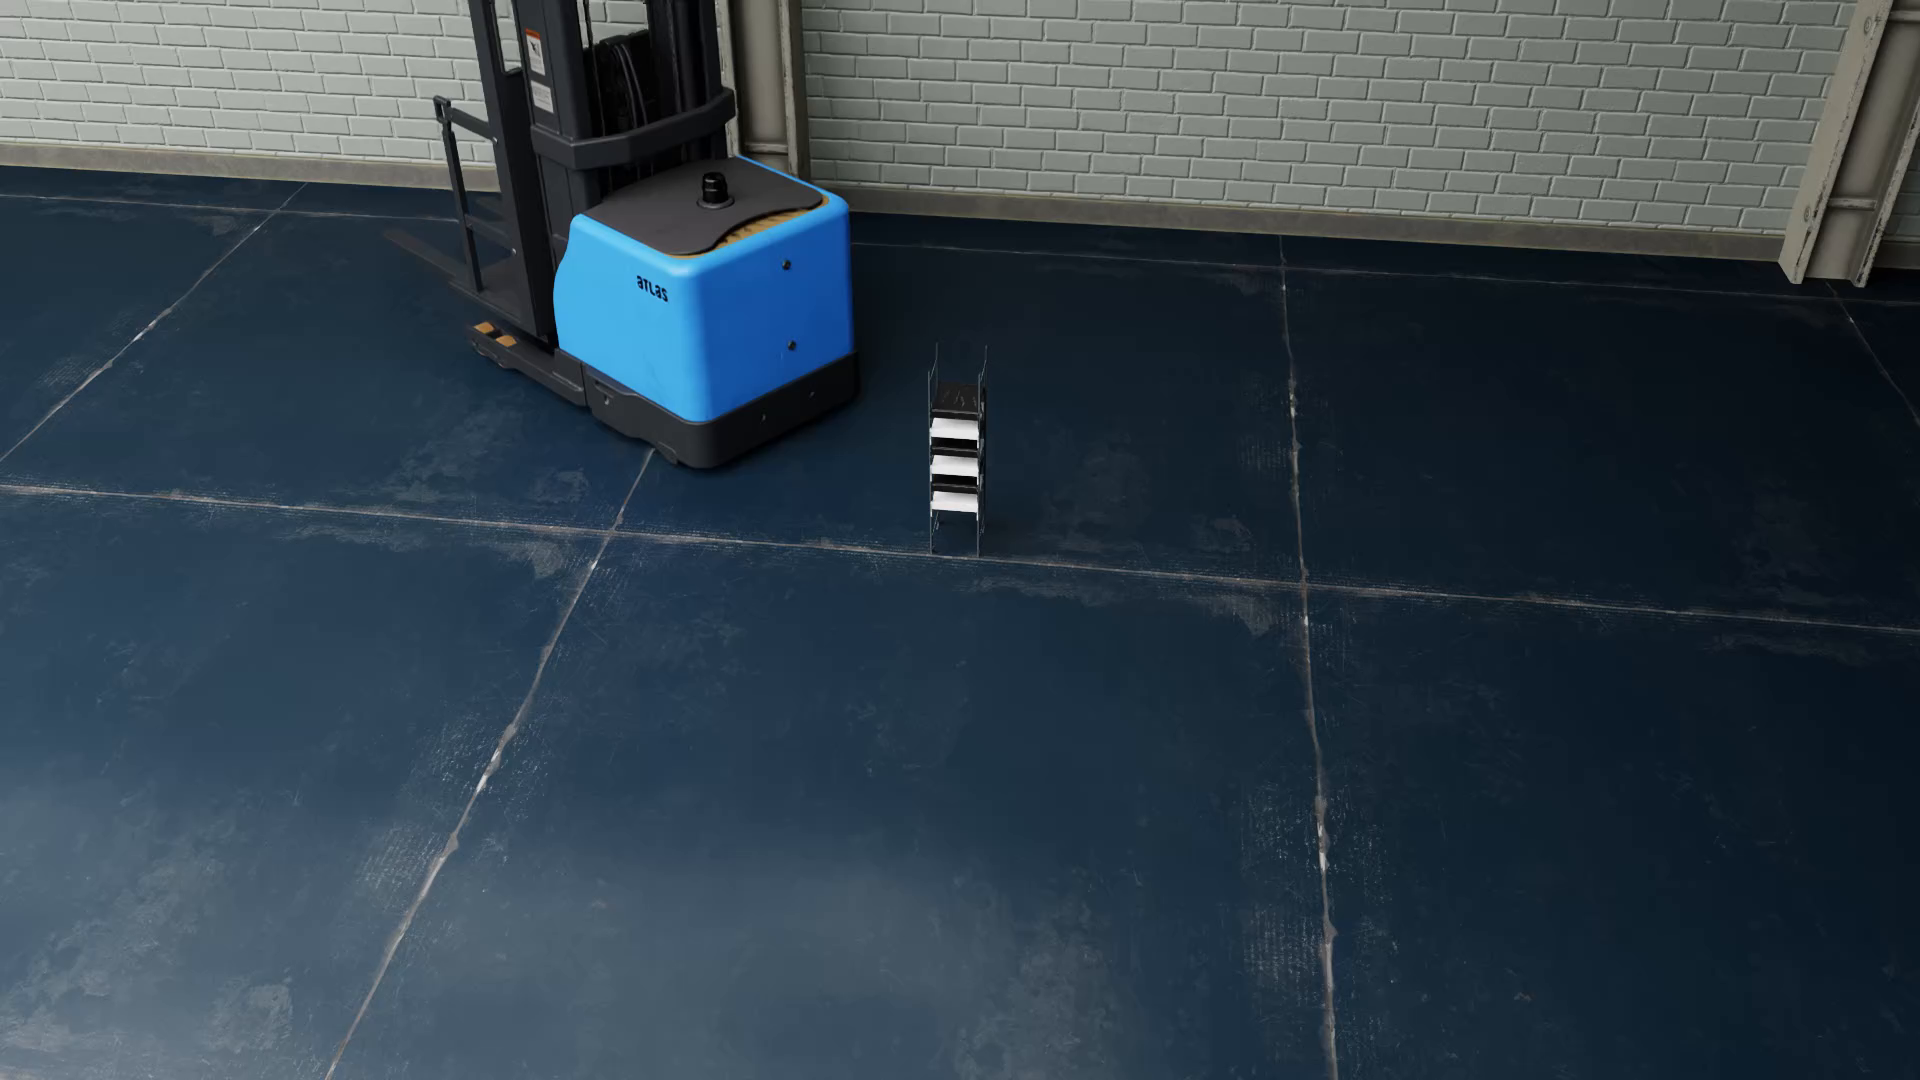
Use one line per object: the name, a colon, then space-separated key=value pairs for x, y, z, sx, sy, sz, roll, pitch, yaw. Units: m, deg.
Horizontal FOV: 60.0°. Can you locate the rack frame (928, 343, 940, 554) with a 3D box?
rack frame: x=-0.109 y=-0.374 z=7.000 sx=0.006 sy=0.900 sz=0.240 roll=4 pitch=36 yaw=6

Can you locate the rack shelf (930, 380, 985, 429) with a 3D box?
rack shelf: x=-0.008 y=-0.560 z=6.852 sx=0.200 sy=0.077 sz=0.258 roll=4 pitch=36 yaw=6

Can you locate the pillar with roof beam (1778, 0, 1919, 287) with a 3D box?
pillar with roof beam: x=4.294 y=-2.685 z=3.265 sx=0.400 sy=9.000 sz=9.100 roll=4 pitch=36 yaw=6

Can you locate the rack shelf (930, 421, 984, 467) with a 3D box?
rack shelf: x=-0.008 y=-0.413 z=6.956 sx=0.200 sy=0.077 sz=0.258 roll=4 pitch=36 yaw=6

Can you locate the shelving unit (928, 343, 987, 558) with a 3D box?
shelving unit: x=-0.008 y=-0.367 z=6.989 sx=0.210 sy=0.900 sz=0.258 roll=4 pitch=36 yaw=6

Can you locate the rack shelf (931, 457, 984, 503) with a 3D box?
rack shelf: x=-0.008 y=-0.266 z=7.061 sx=0.200 sy=0.077 sz=0.258 roll=4 pitch=36 yaw=6

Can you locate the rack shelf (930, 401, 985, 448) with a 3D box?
rack shelf: x=-0.008 y=-0.486 z=6.904 sx=0.200 sy=0.077 sz=0.258 roll=4 pitch=36 yaw=6

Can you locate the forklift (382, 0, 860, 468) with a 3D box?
forklift: x=-1.903 y=-2.262 z=7.897 sx=3.031 sy=2.935 sz=1.130 roll=29 pitch=45 yaw=34

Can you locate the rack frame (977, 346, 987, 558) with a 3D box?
rack frame: x=0.093 y=-0.359 z=6.979 sx=0.006 sy=0.900 sz=0.240 roll=4 pitch=36 yaw=6

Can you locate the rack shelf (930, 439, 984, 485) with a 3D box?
rack shelf: x=-0.008 y=-0.340 z=7.009 sx=0.200 sy=0.077 sz=0.258 roll=4 pitch=36 yaw=6

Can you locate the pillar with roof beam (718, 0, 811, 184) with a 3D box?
pillar with roof beam: x=-1.657 y=-3.129 z=3.887 sx=0.400 sy=9.000 sz=9.100 roll=4 pitch=36 yaw=6

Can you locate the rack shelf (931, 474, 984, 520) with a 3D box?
rack shelf: x=-0.008 y=-0.193 z=7.113 sx=0.200 sy=0.077 sz=0.258 roll=4 pitch=36 yaw=6
